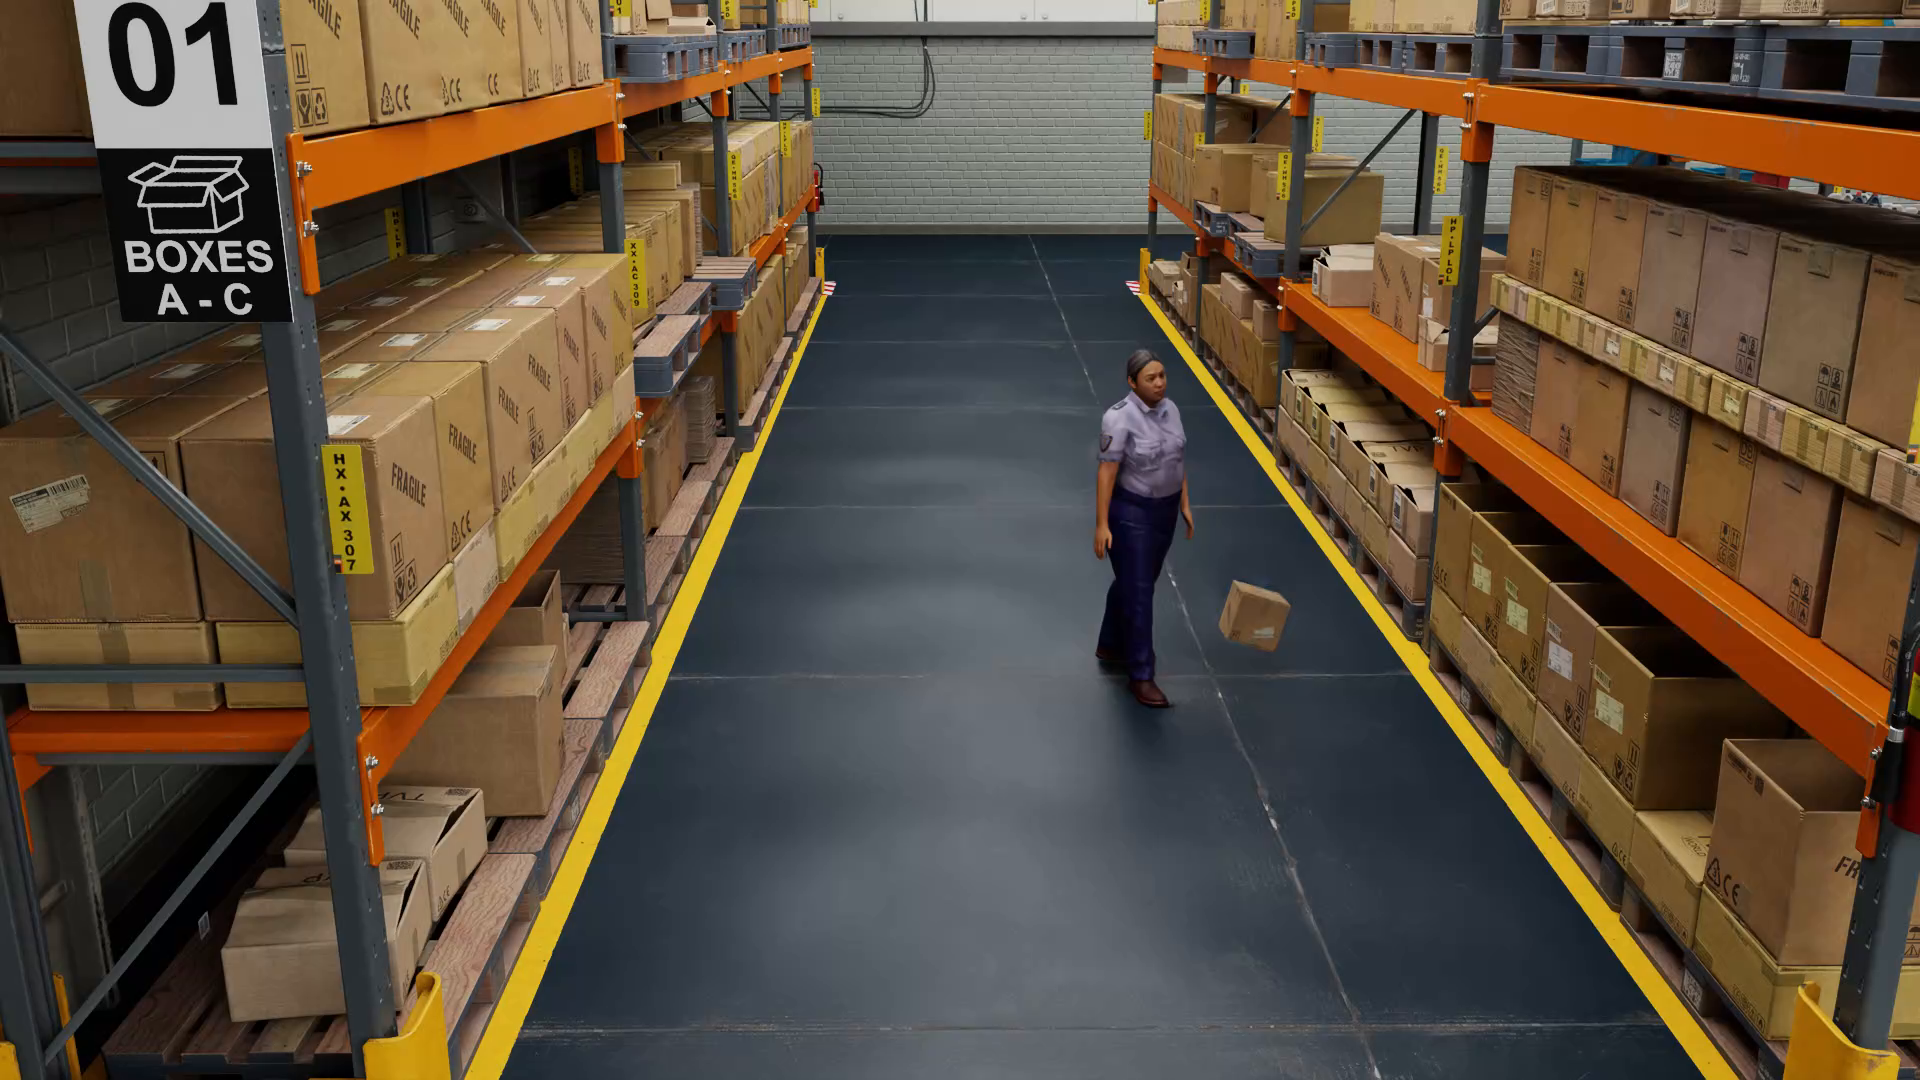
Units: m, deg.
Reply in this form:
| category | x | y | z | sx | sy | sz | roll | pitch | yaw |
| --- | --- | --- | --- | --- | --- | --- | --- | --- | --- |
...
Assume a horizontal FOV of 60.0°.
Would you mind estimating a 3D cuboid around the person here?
| category | x | y | z | sx | sy | sz | roll | pitch | yaw |
| --- | --- | --- | --- | --- | --- | --- | --- | --- | --- |
| person | 0.844 | -0.091 | 7.863 | 0.630 | 1.640 | 0.594 | 16 | 23 | 42 |
